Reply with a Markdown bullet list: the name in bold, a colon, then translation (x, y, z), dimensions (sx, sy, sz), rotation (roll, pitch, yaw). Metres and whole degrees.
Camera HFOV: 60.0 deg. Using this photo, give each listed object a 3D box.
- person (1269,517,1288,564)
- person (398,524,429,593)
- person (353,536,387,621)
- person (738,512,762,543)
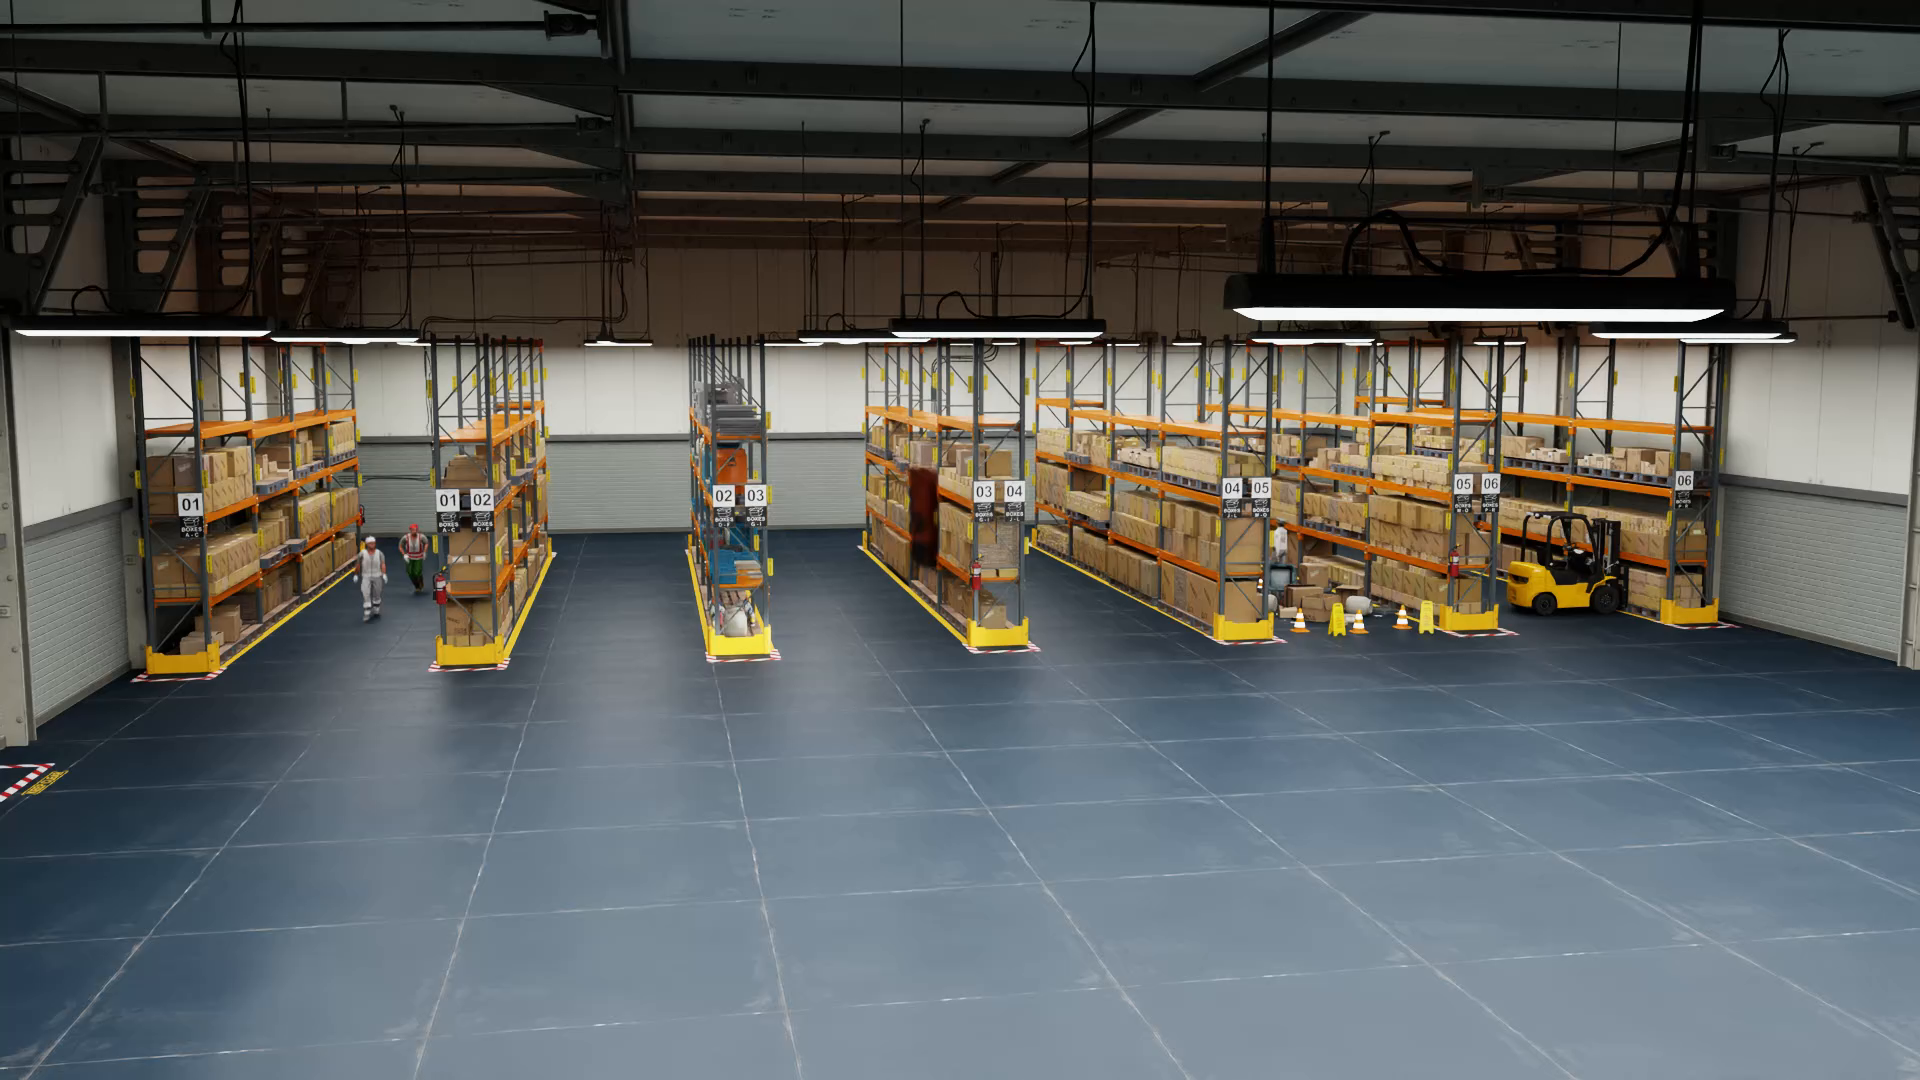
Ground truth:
- **person**: translation (7.749, 0.300, 40.128), dimensions (0.492, 1.697, 0.478), rotation (-5, 8, -35)
- **person**: translation (-12.813, 0.429, 39.011), dimensions (0.622, 1.681, 0.643), rotation (0, 7, -3)
- **person**: translation (-12.530, 0.792, 35.324), dimensions (0.691, 1.738, 1.023), rotation (-2, 7, -19)
- **person**: translation (-6.310, -0.761, 48.952), dimensions (1.090, 1.734, 0.560), rotation (0, 7, 1)
